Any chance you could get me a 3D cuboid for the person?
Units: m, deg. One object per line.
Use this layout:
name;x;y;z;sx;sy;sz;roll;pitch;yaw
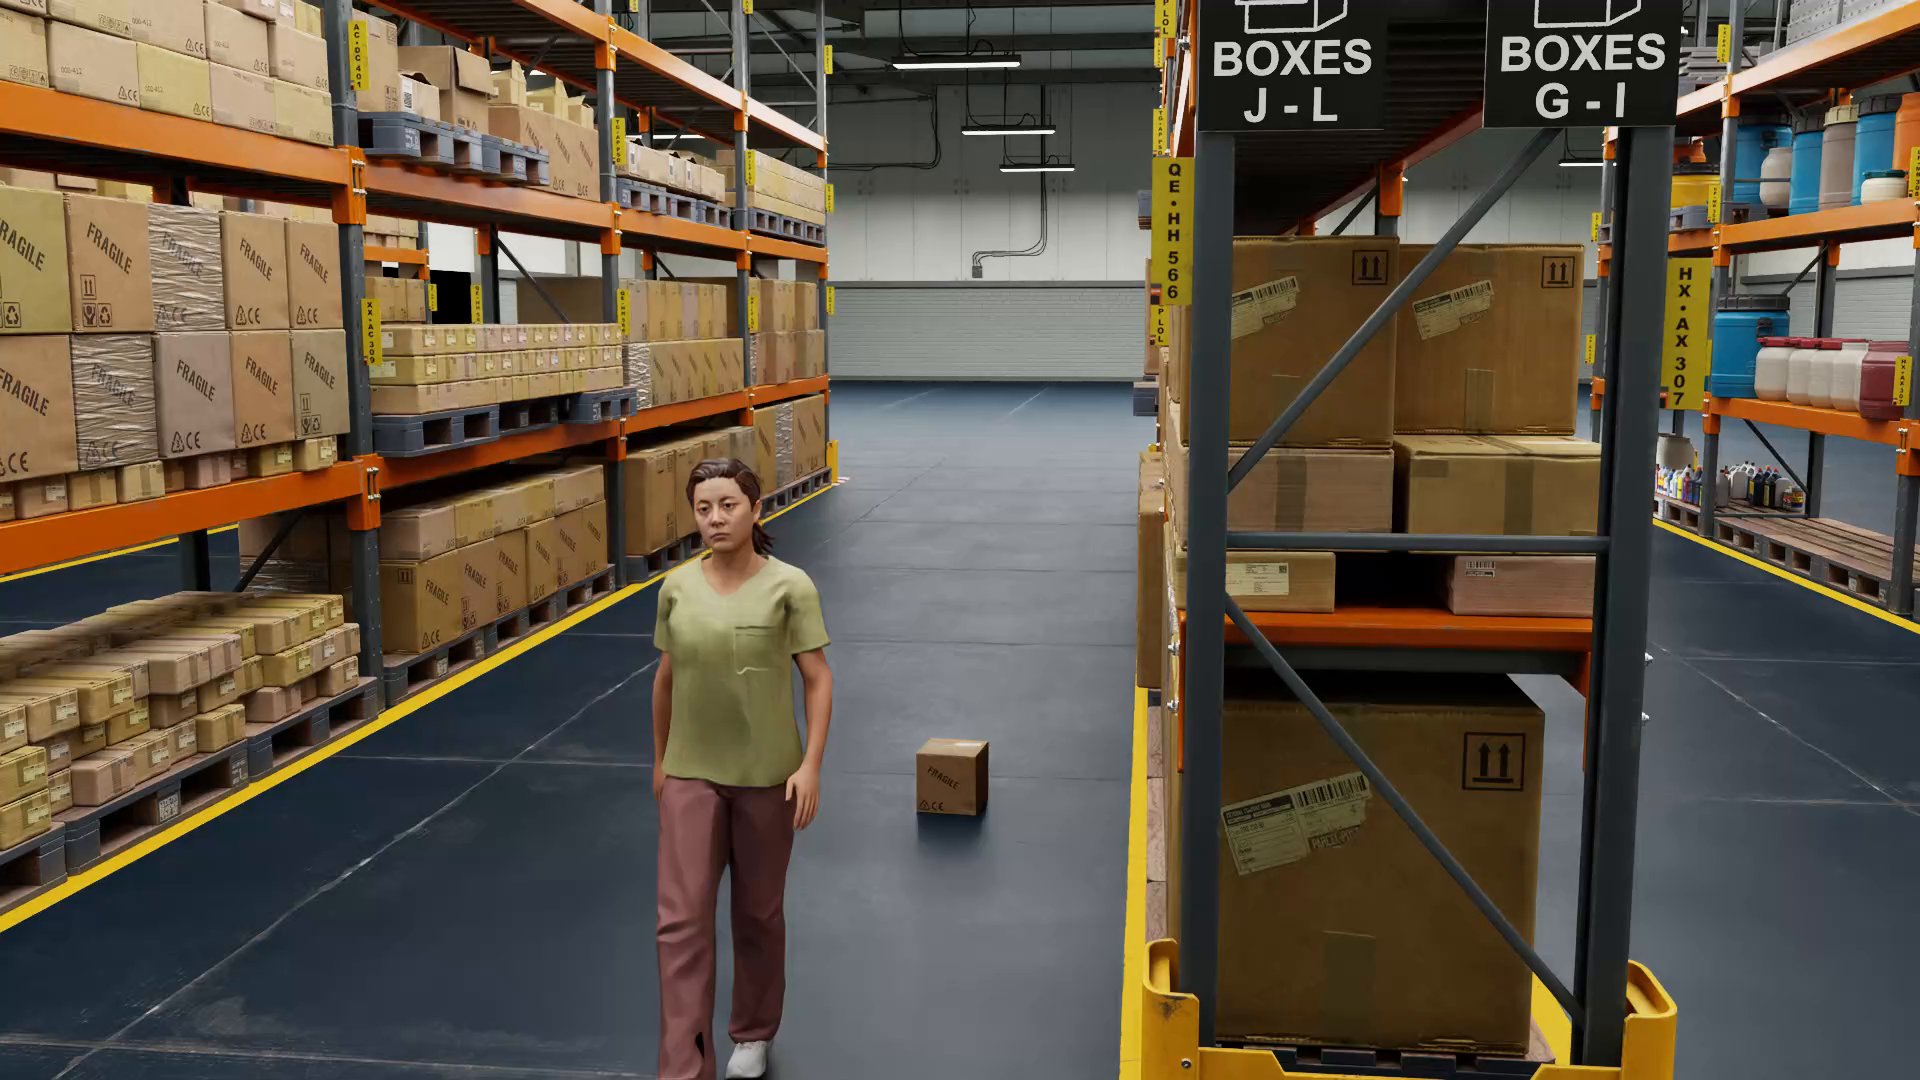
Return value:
person;-0.567;0.631;4.118;0.494;1.645;0.830;0;8;-1
